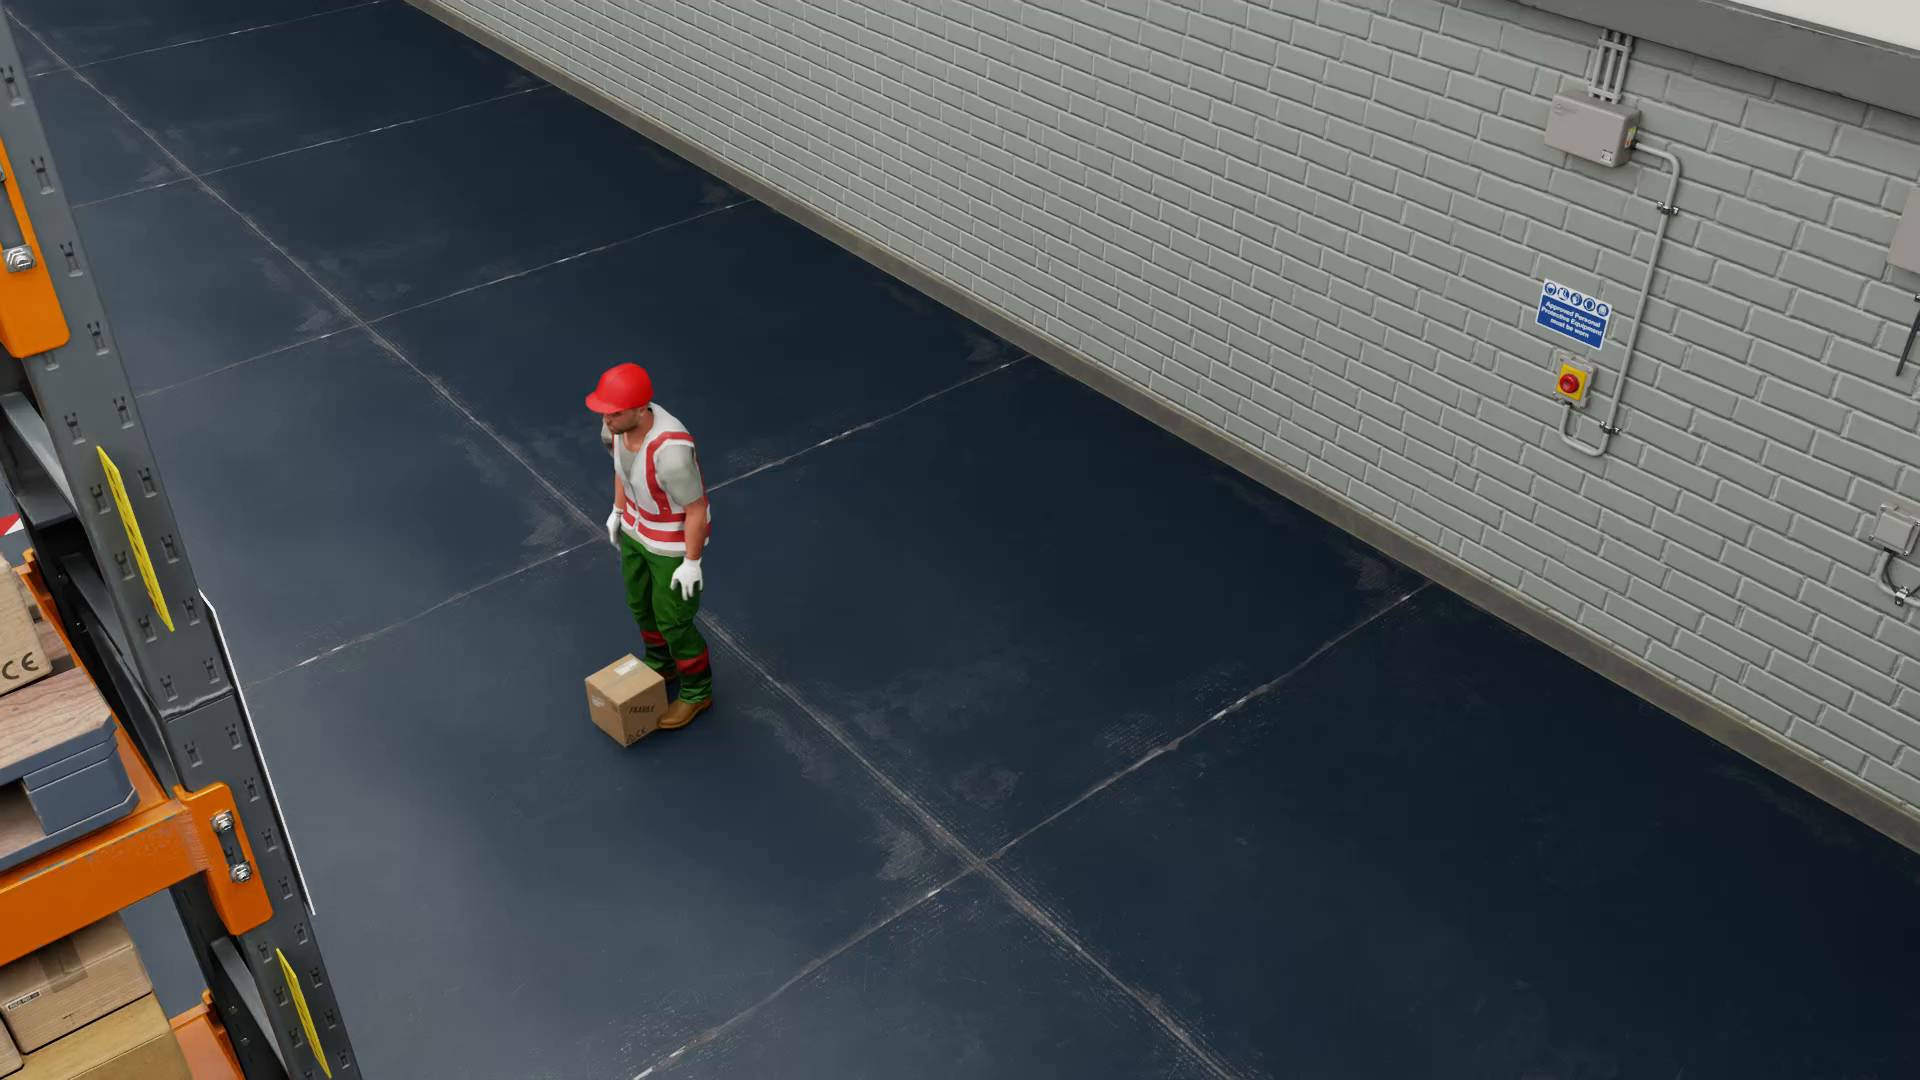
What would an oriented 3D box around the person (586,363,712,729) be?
[{"bbox_3d":[-1.296,0.010,7.054,0.453,1.777,0.608,-28,44,-34],"label":"person"}]
